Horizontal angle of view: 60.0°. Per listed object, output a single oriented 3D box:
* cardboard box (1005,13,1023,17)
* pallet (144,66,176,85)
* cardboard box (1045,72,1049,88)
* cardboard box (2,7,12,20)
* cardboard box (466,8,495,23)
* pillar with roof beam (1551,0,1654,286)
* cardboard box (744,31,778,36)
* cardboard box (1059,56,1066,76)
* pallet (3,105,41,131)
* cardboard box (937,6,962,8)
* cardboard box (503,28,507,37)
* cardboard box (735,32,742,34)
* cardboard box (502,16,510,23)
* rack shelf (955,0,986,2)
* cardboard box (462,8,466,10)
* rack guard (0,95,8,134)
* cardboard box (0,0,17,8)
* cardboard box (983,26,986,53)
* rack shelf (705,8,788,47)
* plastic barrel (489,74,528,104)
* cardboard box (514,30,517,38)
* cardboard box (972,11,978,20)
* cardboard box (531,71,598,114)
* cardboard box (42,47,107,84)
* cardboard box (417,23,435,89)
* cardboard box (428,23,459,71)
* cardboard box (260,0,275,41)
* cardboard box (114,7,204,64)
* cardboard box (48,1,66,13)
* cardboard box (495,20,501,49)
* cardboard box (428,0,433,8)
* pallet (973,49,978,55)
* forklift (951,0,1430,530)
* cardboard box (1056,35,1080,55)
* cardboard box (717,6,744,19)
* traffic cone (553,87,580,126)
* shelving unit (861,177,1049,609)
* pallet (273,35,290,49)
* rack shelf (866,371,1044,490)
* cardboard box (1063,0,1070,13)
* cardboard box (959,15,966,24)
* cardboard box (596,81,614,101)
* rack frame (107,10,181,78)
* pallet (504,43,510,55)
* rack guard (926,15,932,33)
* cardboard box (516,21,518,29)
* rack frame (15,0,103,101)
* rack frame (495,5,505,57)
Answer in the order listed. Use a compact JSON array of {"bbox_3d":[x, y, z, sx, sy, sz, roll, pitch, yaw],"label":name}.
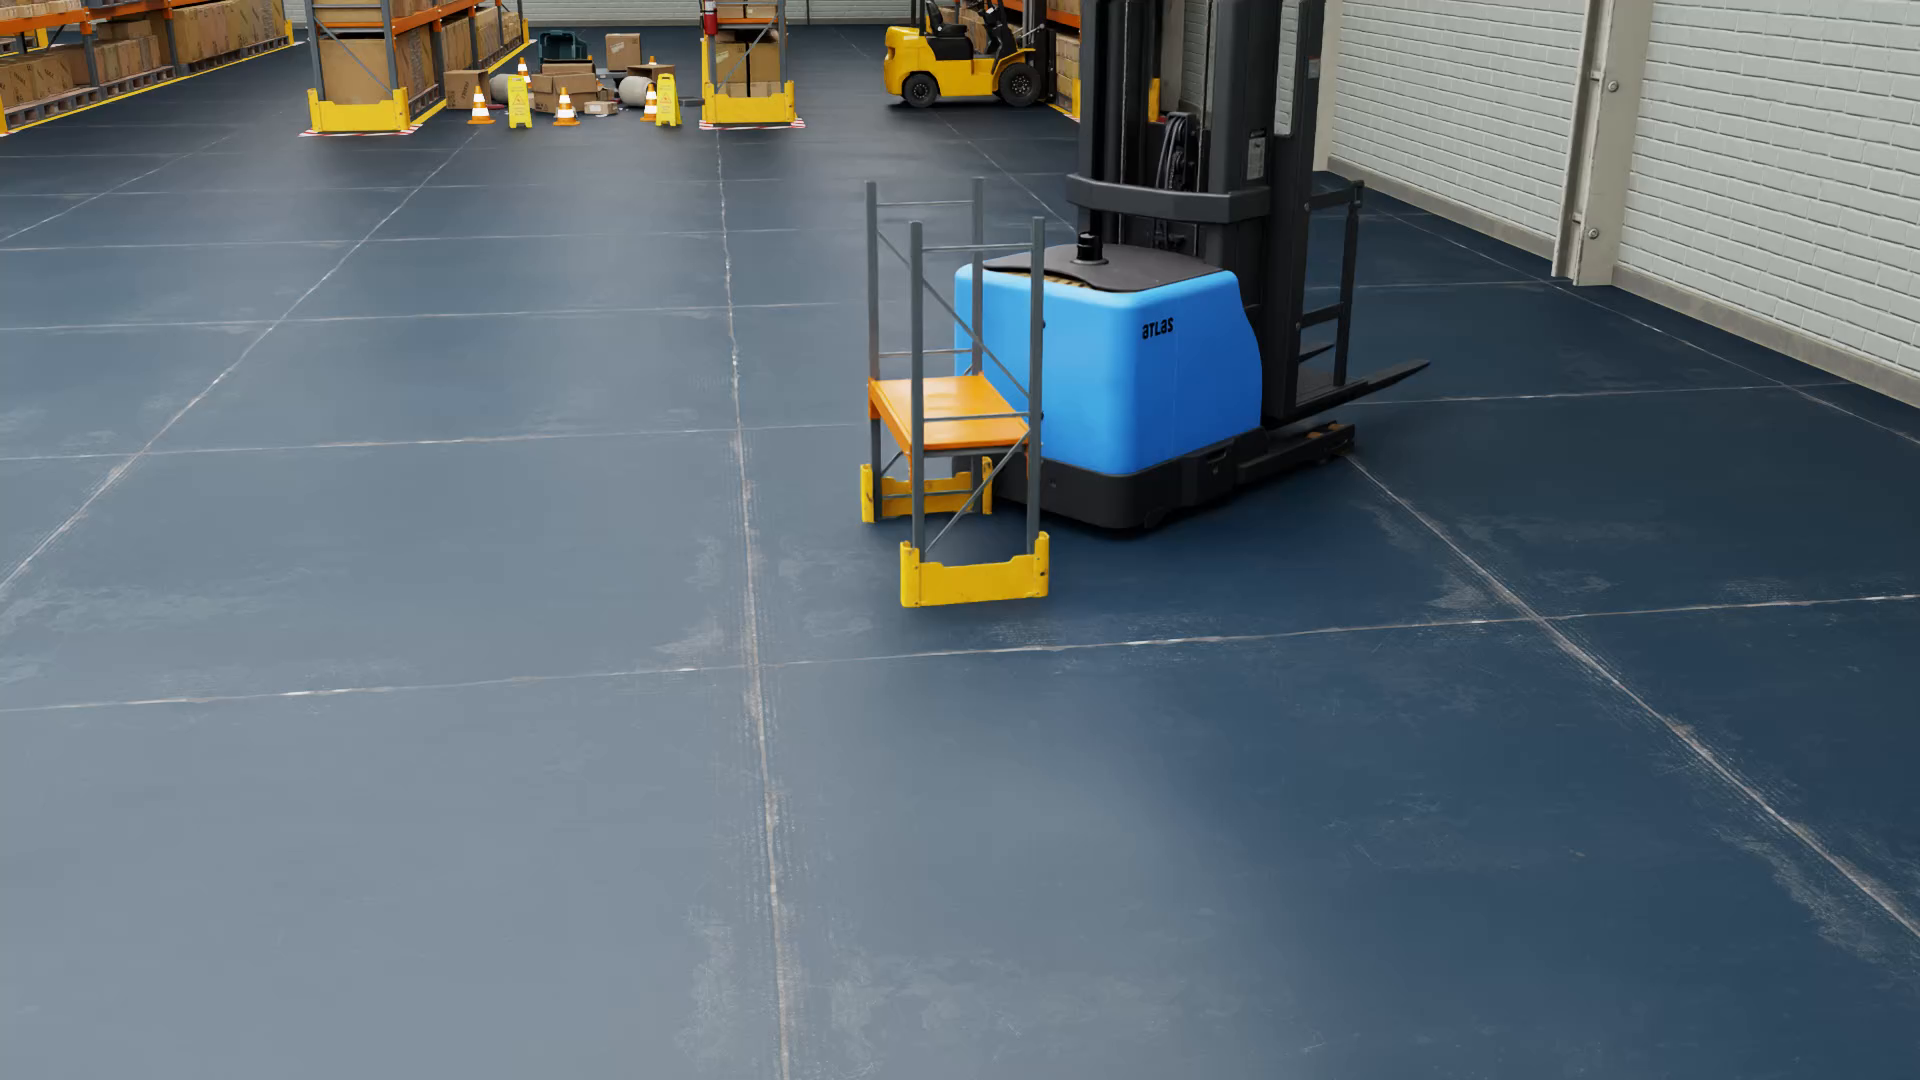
[{"bbox_3d":[1.049,-9.875,31.413,0.380,0.149,0.250,-3,21,-9],"label":"cardboard box"},{"bbox_3d":[-13.631,-7.658,27.419,1.003,0.211,1.213,-3,21,-8],"label":"pallet"},{"bbox_3d":[1.526,-6.797,24.457,0.500,0.250,0.500,-2,21,-6],"label":"cardboard box"},{"bbox_3d":[-12.518,-6.806,21.509,0.380,0.149,0.250,-3,21,-8],"label":"cardboard box"},{"bbox_3d":[-8.977,-9.788,31.037,0.500,0.250,0.500,-2,21,-5],"label":"cardboard box"},{"bbox_3d":[0.391,-5.942,10.263,9.100,9.000,0.400,-3,21,-8],"label":"pillar with roof beam"},{"bbox_3d":[-2.933,-7.243,24.578,0.500,0.500,0.500,-3,21,-7],"label":"cardboard box"},{"bbox_3d":[1.688,-6.686,23.447,0.500,0.250,0.500,-3,21,-8],"label":"cardboard box"},{"bbox_3d":[-12.682,-5.468,21.555,1.003,0.211,1.213,-3,21,-8],"label":"pallet"},{"bbox_3d":[-0.183,-11.567,36.867,0.797,0.503,0.637,-4,21,-10],"label":"cardboard box"},{"bbox_3d":[-9.131,-9.977,32.692,0.380,0.149,0.250,-2,21,-5],"label":"cardboard box"},{"bbox_3d":[-3.452,-7.207,24.484,0.500,0.500,0.500,-2,21,-6],"label":"cardboard box"},{"bbox_3d":[-9.440,-10.647,34.060,0.380,0.149,0.250,-3,21,-7],"label":"cardboard box"},{"bbox_3d":[0.688,-10.342,31.647,1.077,0.370,4.000,-3,21,-8],"label":"rack shelf"},{"bbox_3d":[-9.471,-9.759,30.958,0.500,0.250,0.500,-2,21,-6],"label":"cardboard box"},{"bbox_3d":[-12.600,-5.321,20.747,1.175,0.500,0.348,-3,21,-8],"label":"rack guard"},{"bbox_3d":[-12.861,-7.186,21.600,0.875,0.500,0.500,-3,21,-8],"label":"cardboard box"},{"bbox_3d":[0.702,-9.148,30.394,0.500,0.500,0.500,-2,21,-6],"label":"cardboard box"},{"bbox_3d":[-3.070,-7.320,23.557,1.077,0.370,4.000,-3,21,-8],"label":"rack shelf"},{"bbox_3d":[-6.561,-6.543,24.130,0.512,0.421,0.421,12,24,30],"label":"plastic barrel"},{"bbox_3d":[-9.453,-10.560,34.677,0.380,0.149,0.250,-4,21,-10],"label":"cardboard box"},{"bbox_3d":[0.438,-10.115,32.055,0.380,0.149,0.250,-2,21,-6],"label":"cardboard box"},{"bbox_3d":[-5.541,-6.276,23.301,0.637,0.503,0.797,17,27,39],"label":"cardboard box"},{"bbox_3d":[-13.232,-7.099,24.880,0.700,0.500,0.500,-5,21,-12],"label":"cardboard box"},{"bbox_3d":[-8.221,-7.045,24.229,0.875,0.875,0.875,-3,21,-7],"label":"cardboard box"},{"bbox_3d":[-8.556,-7.753,26.301,1.050,0.750,0.750,-3,21,-8],"label":"cardboard box"},{"bbox_3d":[-14.592,-10.674,33.944,0.875,0.875,0.875,-3,21,-8],"label":"cardboard box"},{"bbox_3d":[-13.821,-8.676,28.596,1.225,0.875,0.875,-4,21,-10],"label":"cardboard box"},{"bbox_3d":[-12.694,-7.415,23.142,0.380,0.149,0.250,-3,21,-8],"label":"cardboard box"},{"bbox_3d":[-9.040,-9.617,31.651,0.500,0.500,0.500,-3,21,-9],"label":"cardboard box"},{"bbox_3d":[-8.177,-8.008,24.157,0.875,0.550,0.550,-3,21,-8],"label":"cardboard box"},{"bbox_3d":[0.733,-9.362,31.981,1.003,0.211,1.213,-3,21,-8],"label":"pallet"},{"bbox_3d":[1.335,-1.849,7.978,1.130,2.935,3.031,18,27,40],"label":"forklift"},{"bbox_3d":[1.592,-7.088,23.808,0.500,0.250,0.500,-3,21,-7],"label":"cardboard box"},{"bbox_3d":[-3.048,-6.966,21.939,0.380,0.149,0.250,-2,21,-6],"label":"cardboard box"},{"bbox_3d":[-5.170,-5.687,21.781,0.336,0.463,0.334,-3,21,-8],"label":"traffic cone"},{"bbox_3d":[-0.045,-0.639,6.784,0.587,1.500,1.083,-4,21,-11],"label":"shelving unit"},{"bbox_3d":[-14.702,-10.426,34.829,1.003,0.211,1.213,-3,21,-8],"label":"pallet"},{"bbox_3d":[-0.043,-0.468,6.839,0.538,0.185,1.000,-4,21,-11],"label":"rack shelf"},{"bbox_3d":[1.733,-7.601,23.137,0.500,0.500,0.500,-2,21,-6],"label":"cardboard box"},{"bbox_3d":[0.246,-10.218,33.260,0.500,0.500,0.500,-2,21,-5],"label":"cardboard box"},{"bbox_3d":[-5.365,-6.679,24.719,0.396,0.266,0.258,17,27,39],"label":"cardboard box"},{"bbox_3d":[-13.742,-9.235,27.655,1.000,3.000,0.127,-3,21,-8],"label":"rack frame"},{"bbox_3d":[-9.527,-9.760,33.045,1.003,0.211,1.213,-3,21,-8],"label":"pallet"},{"bbox_3d":[-0.166,-11.559,37.450,1.175,0.500,0.348,-3,21,-8],"label":"rack guard"},{"bbox_3d":[-9.537,-10.872,35.088,0.380,0.149,0.250,-4,21,-10],"label":"cardboard box"},{"bbox_3d":[-13.165,-7.850,23.947,1.000,3.000,0.127,-3,21,-8],"label":"rack frame"},{"bbox_3d":[-9.396,-10.835,31.939,1.000,3.000,0.127,-3,21,-8],"label":"rack frame"}]
